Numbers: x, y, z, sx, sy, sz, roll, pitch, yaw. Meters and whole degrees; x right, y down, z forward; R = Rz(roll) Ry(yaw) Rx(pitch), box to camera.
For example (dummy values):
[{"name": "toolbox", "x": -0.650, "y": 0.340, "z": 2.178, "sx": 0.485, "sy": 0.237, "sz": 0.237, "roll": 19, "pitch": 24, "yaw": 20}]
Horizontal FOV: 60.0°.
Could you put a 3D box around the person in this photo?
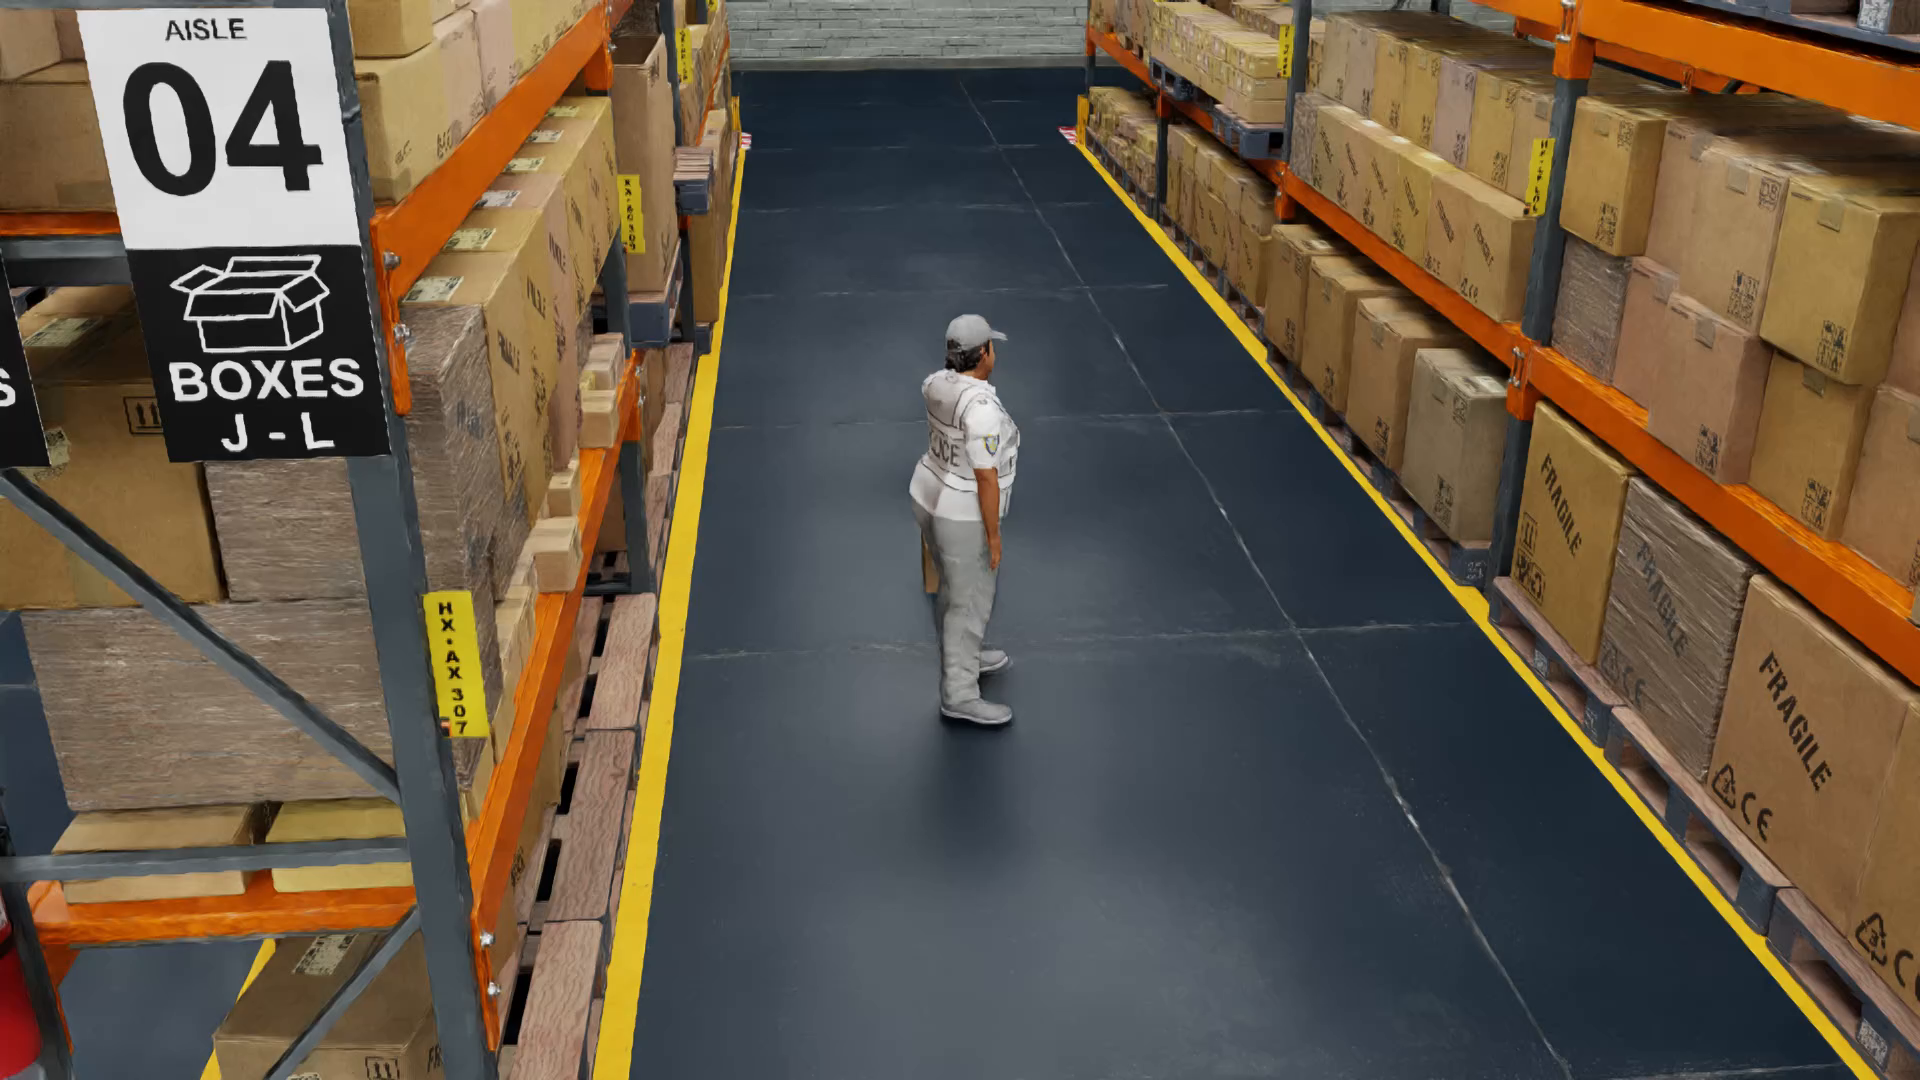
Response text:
[{"name": "person", "x": 0.058, "y": -0.103, "z": 6.775, "sx": 0.470, "sy": 1.672, "sz": 0.562, "roll": -11, "pitch": 26, "yaw": -23}]
